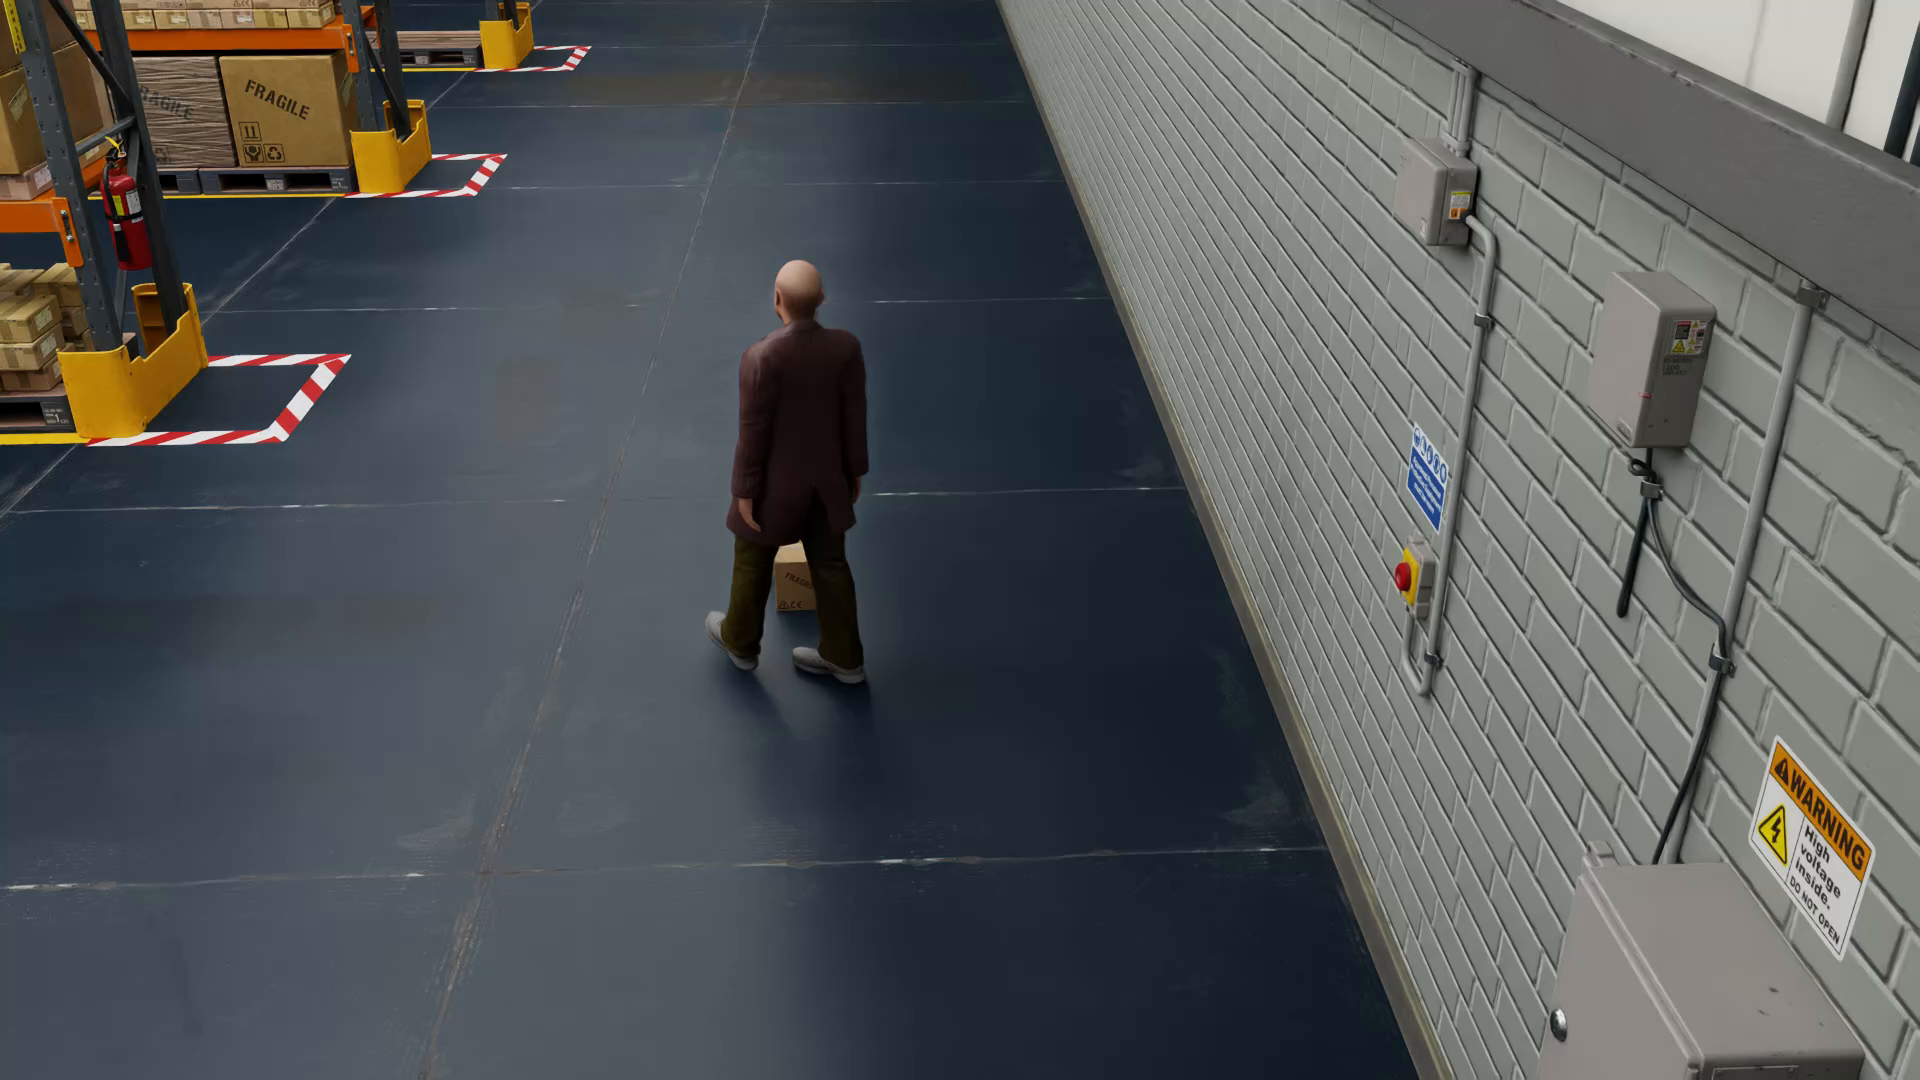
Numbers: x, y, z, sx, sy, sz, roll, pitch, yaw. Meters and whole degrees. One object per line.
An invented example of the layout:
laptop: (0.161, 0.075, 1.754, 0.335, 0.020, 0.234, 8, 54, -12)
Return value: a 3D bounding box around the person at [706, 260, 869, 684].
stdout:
person: (-0.716, -0.282, 6.676, 0.601, 1.779, 0.726, -18, 32, -31)
